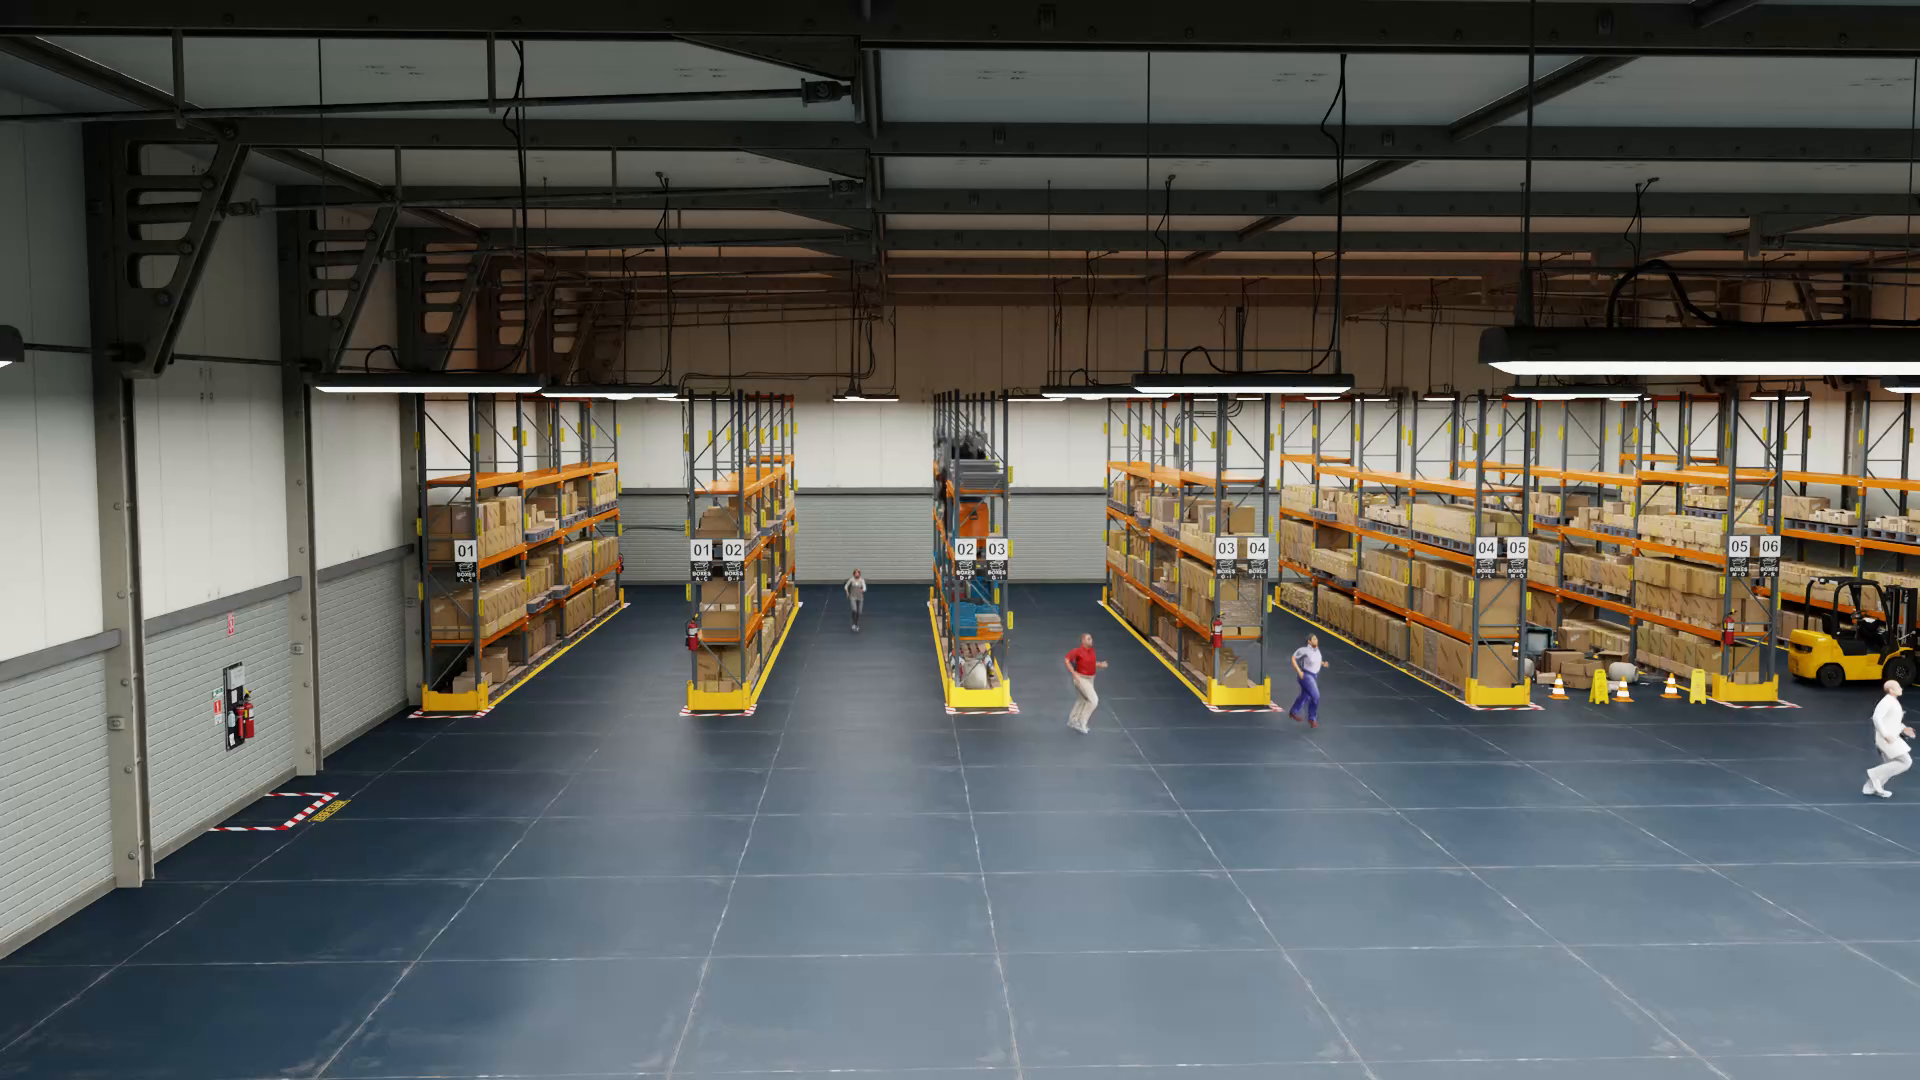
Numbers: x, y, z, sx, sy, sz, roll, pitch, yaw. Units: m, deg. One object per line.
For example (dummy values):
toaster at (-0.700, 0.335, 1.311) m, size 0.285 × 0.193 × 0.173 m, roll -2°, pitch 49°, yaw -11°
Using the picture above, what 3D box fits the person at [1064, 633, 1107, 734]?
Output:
person at (2.217, 2.515, 29.116) m, size 0.737 × 1.777 × 0.627 m, roll 3°, pitch 5°, yaw 30°

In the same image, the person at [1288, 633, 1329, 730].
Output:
person at (6.200, 2.498, 29.600) m, size 0.734 × 1.705 × 0.593 m, roll 4°, pitch 6°, yaw 37°

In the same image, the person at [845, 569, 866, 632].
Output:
person at (-2.605, 1.516, 41.783) m, size 0.505 × 1.597 × 0.667 m, roll -1°, pitch 5°, yaw -15°

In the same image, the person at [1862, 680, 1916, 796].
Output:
person at (13.548, 2.894, 24.219) m, size 0.653 × 1.715 × 0.660 m, roll 3°, pitch 5°, yaw 29°
